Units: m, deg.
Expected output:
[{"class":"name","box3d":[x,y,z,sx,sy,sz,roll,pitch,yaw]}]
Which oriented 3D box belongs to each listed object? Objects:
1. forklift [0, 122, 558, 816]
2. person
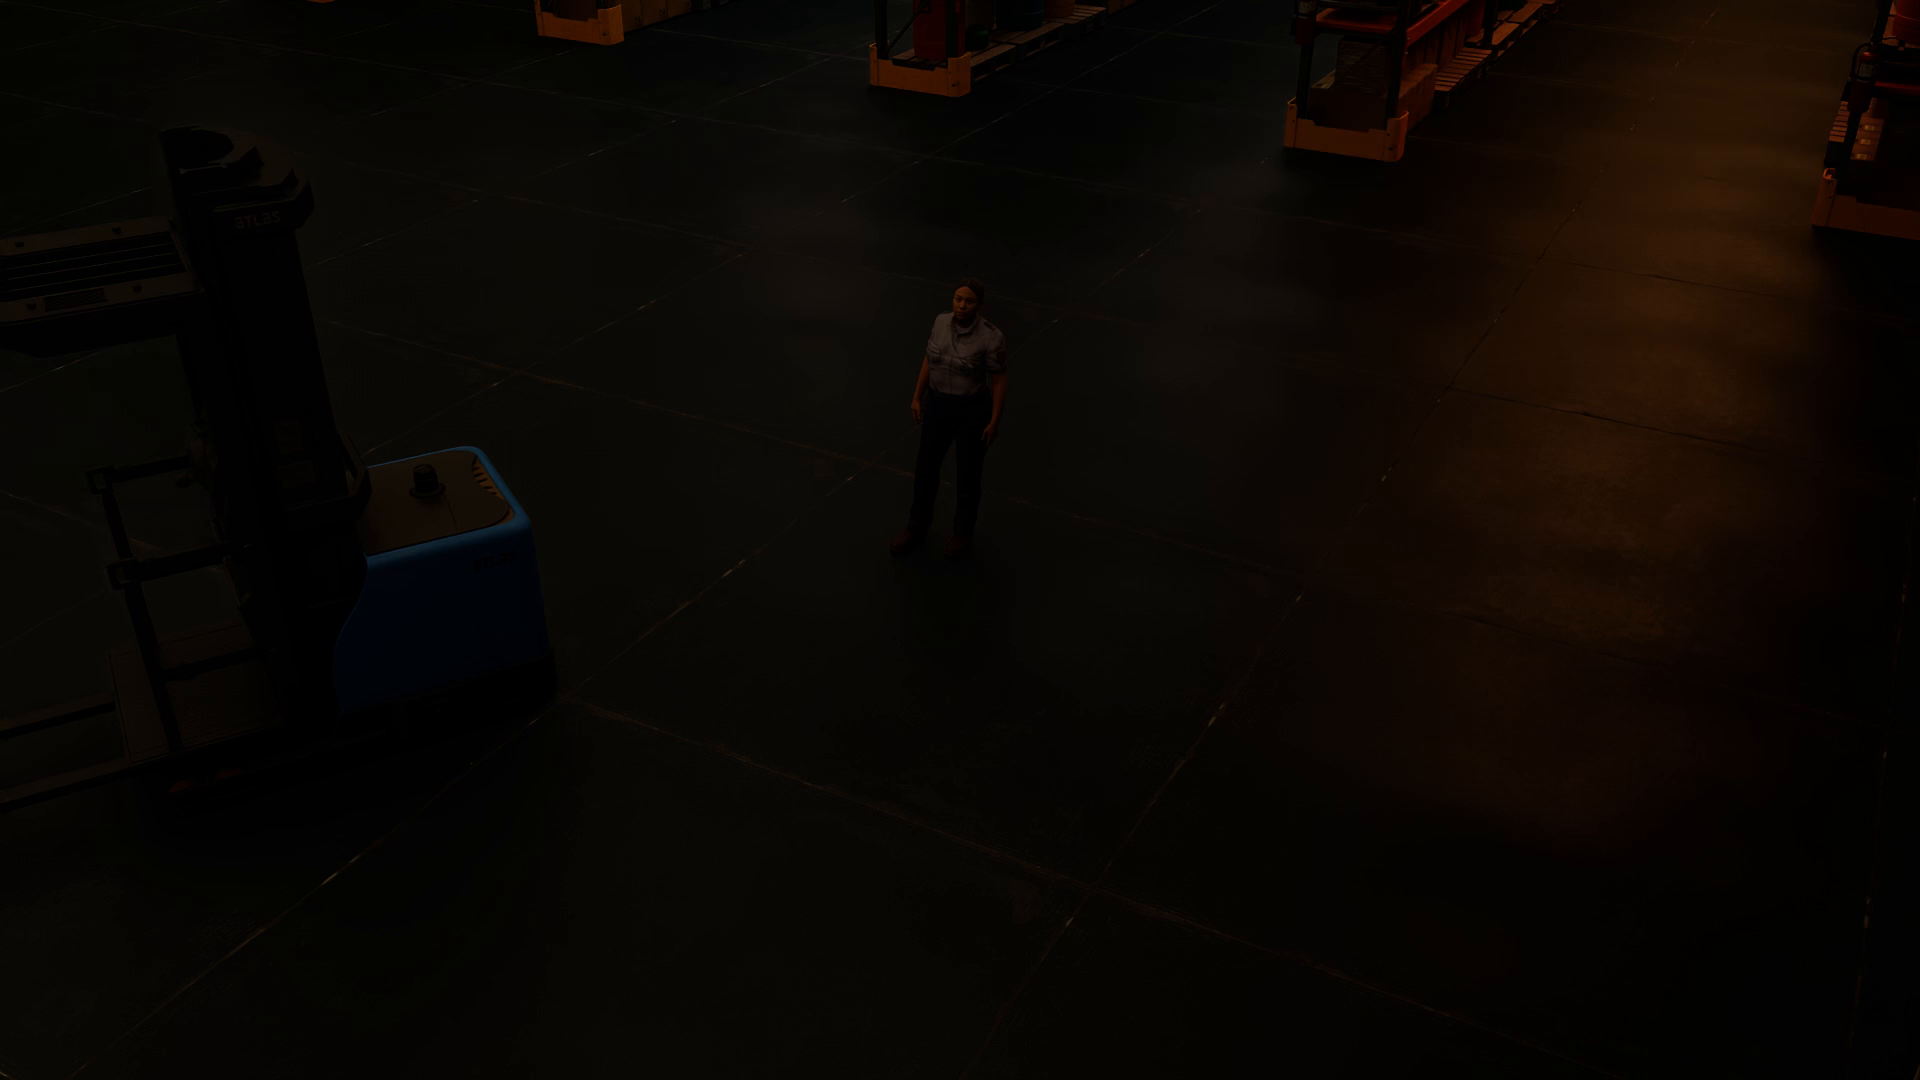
[{"class":"forklift","box3d":[-3.605,-0.285,7.565,3.031,2.935,1.130,-16,33,-25]},{"class":"person","box3d":[-0.063,-0.686,9.529,0.599,1.650,0.503,15,33,25]}]
